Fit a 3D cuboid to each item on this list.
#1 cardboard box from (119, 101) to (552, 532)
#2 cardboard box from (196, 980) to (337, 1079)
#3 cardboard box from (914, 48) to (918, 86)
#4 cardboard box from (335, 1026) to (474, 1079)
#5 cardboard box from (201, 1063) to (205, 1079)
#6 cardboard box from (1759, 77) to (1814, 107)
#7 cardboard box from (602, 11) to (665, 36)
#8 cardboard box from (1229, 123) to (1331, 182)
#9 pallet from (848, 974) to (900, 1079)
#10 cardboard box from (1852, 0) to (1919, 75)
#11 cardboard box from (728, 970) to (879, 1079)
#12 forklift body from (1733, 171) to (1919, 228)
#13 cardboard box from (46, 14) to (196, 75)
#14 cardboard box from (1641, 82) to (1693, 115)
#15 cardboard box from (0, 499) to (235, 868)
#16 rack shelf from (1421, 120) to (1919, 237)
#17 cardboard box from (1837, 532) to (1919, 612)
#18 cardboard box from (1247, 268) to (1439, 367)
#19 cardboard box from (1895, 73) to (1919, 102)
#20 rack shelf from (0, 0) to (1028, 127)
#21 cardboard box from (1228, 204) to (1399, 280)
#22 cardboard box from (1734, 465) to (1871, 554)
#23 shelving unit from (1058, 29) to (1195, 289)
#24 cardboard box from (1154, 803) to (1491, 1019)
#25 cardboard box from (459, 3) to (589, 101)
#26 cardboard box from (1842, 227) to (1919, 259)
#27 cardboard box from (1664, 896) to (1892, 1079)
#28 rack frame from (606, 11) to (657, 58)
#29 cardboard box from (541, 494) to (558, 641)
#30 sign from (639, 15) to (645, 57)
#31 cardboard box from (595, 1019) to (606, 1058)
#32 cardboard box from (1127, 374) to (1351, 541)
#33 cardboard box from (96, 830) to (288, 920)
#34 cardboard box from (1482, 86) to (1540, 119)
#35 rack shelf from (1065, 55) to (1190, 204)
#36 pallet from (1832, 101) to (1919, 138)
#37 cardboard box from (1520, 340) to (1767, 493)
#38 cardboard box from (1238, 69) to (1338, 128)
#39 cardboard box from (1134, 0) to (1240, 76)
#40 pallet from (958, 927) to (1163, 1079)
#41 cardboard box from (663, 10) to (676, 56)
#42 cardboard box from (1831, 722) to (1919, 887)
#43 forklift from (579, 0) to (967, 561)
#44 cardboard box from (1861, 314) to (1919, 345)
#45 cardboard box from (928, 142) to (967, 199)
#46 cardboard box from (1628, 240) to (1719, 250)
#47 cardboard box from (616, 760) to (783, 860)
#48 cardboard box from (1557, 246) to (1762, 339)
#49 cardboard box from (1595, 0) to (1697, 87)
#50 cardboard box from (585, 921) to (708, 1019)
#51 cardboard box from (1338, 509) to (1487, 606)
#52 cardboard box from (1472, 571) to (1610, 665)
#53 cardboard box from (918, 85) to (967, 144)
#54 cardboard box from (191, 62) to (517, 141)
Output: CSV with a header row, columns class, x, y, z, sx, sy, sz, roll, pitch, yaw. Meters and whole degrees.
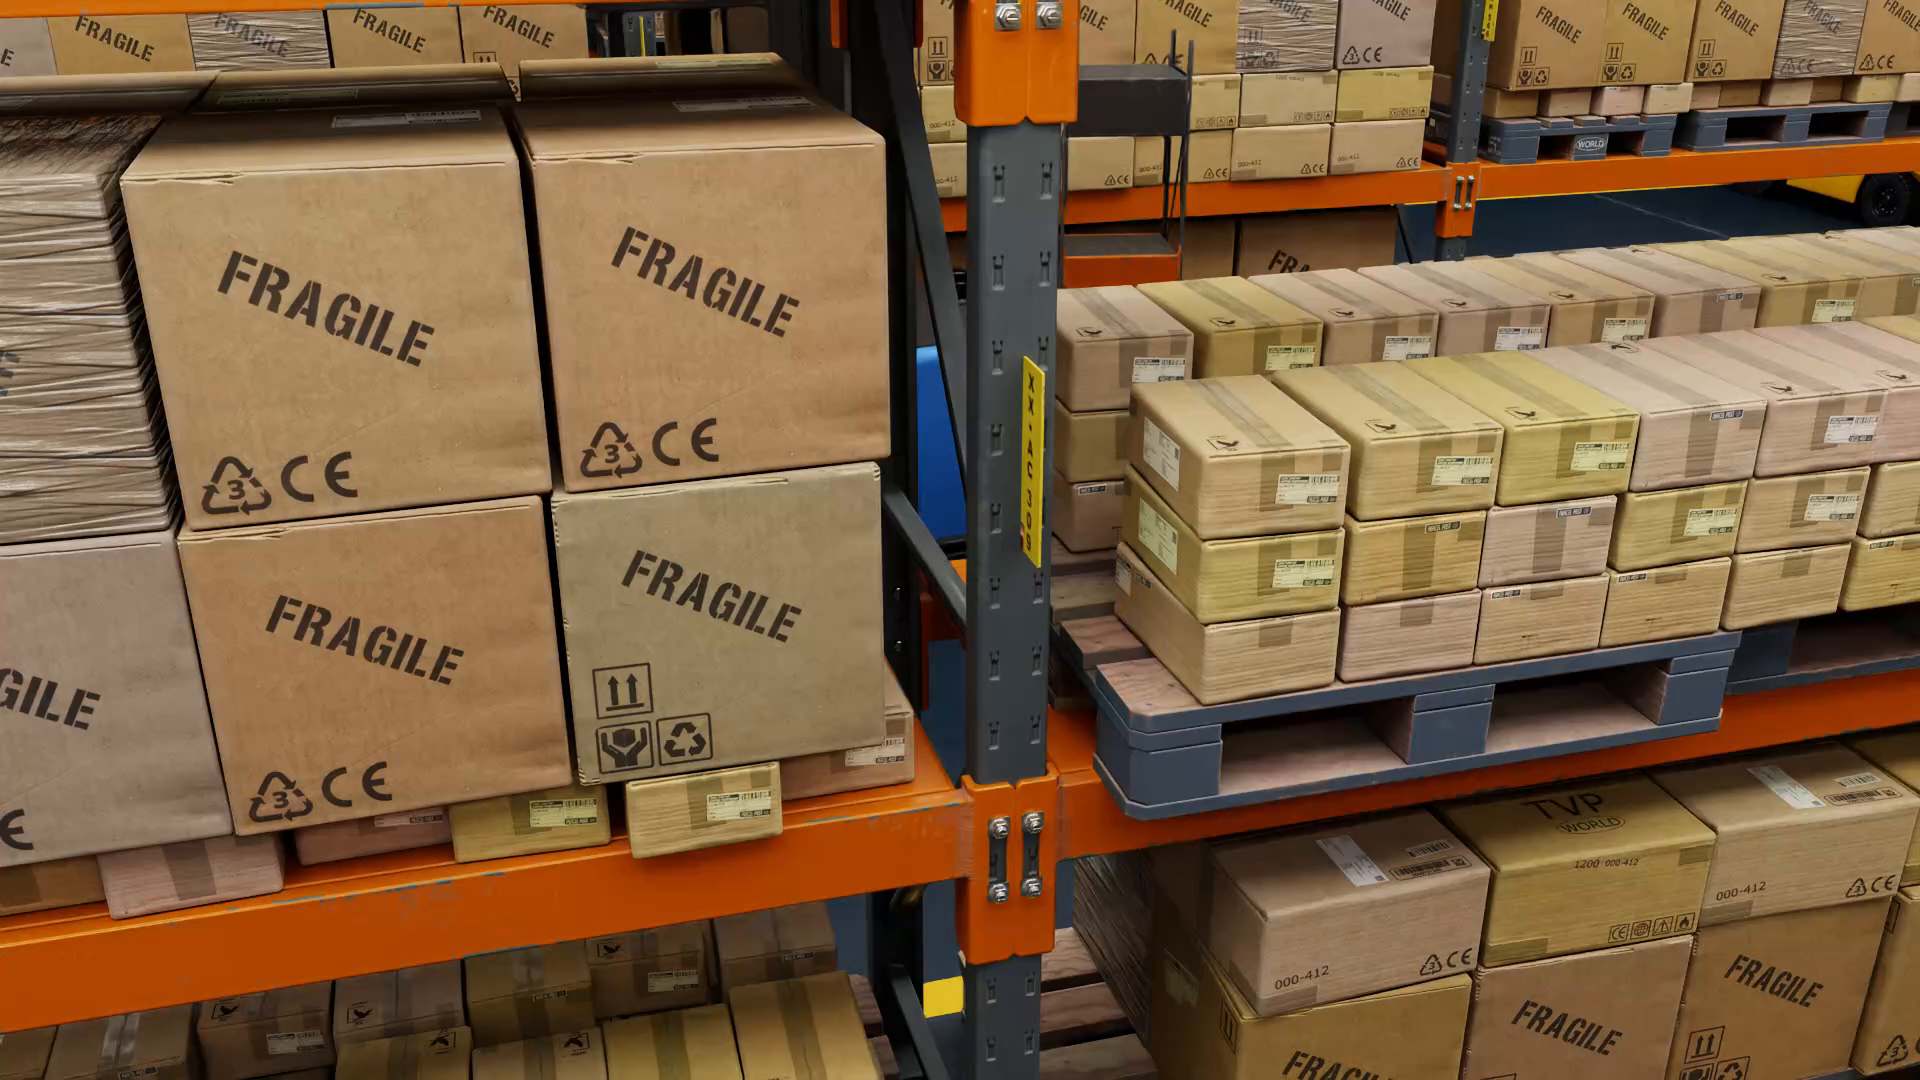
class,x,y,z,sx,sy,sz,roll,pitch,yaw
cardboard box,-0.917,-0.362,2.517,0.500,0.500,0.500,-7,24,-16
cardboard box,-1.452,0.957,3.543,0.250,0.149,0.380,-6,24,-13
cardboard box,-0.492,-2.306,7.425,0.500,0.500,0.500,-6,24,-15
cardboard box,-1.057,1.120,3.163,0.250,0.149,0.380,-6,24,-13
cardboard box,-1.712,1.119,3.543,0.250,0.149,0.380,-6,24,-15
cardboard box,4.308,-2.419,8.871,0.250,0.149,0.380,-6,24,-13
cardboard box,-2.293,-3.888,11.847,0.500,0.500,0.700,-6,24,-13
cardboard box,1.472,-1.942,8.163,0.500,0.250,0.500,-6,24,-13
pallet,-0.678,1.437,3.634,1.213,0.211,1.003,-6,24,-14
cardboard box,4.869,-2.784,8.897,0.500,0.500,0.500,-5,24,-13
cardboard box,-0.313,1.051,3.325,0.250,0.149,0.380,-6,24,-13
forklift body,7.401,-3.676,13.089,1.214,2.155,2.313,-6,24,-14
cardboard box,-3.318,-1.989,6.688,0.500,0.500,0.500,-6,24,-14
cardboard box,3.567,-2.316,8.630,0.250,0.149,0.380,-6,24,-14
cardboard box,-1.410,0.154,2.583,0.500,0.500,0.500,-6,24,-15
rack shelf,4.302,-2.107,9.268,4.000,0.370,1.077,-6,24,-14
cardboard box,1.719,-0.016,3.268,0.250,0.149,0.380,-7,24,-15
cardboard box,0.801,-0.453,3.533,0.250,0.149,0.380,-7,24,-16
cardboard box,5.065,-2.477,9.005,0.250,0.149,0.380,-6,24,-14
rack shelf,-1.966,-0.764,2.336,4.000,0.370,1.077,-6,24,-14
cardboard box,1.689,-1.399,8.868,0.875,0.875,0.875,-7,24,-15
cardboard box,1.469,-0.125,3.145,0.250,0.149,0.380,-5,24,-12
shelving unit,0.643,-1.035,6.999,0.503,2.100,0.431,-2,23,-4
cardboard box,0.742,0.703,3.494,0.500,0.250,0.500,-7,24,-17
cardboard box,-1.855,-2.148,7.058,0.500,0.500,0.500,-7,24,-15
cardboard box,2.303,-0.619,3.921,0.250,0.149,0.380,-5,24,-12
cardboard box,1.752,0.930,3.915,0.500,0.500,0.500,-6,24,-13
rack frame,-1.475,-1.798,7.637,0.127,3.000,1.000,-6,24,-14
cardboard box,-1.060,-0.100,3.174,0.500,0.500,0.500,-6,24,-14
sign,-1.324,-2.022,6.960,0.005,0.325,0.100,-6,24,-14
cardboard box,-0.921,1.069,3.661,0.250,0.149,0.380,-6,24,-15
cardboard box,0.463,-0.148,2.822,0.250,0.149,0.380,-5,24,-12
cardboard box,-1.253,0.438,2.743,0.250,0.149,0.380,-7,24,-17
cardboard box,2.739,-2.266,8.512,0.250,0.149,0.380,-8,24,-17
rack shelf,0.641,-1.666,6.728,0.480,0.518,0.431,-2,23,-4
pallet,5.452,-2.536,9.599,1.213,0.211,1.003,-6,24,-14
cardboard box,1.218,-0.232,3.018,0.250,0.149,0.380,-7,24,-15
cardboard box,1.486,-2.181,8.085,0.500,0.250,0.500,-7,24,-16
cardboard box,0.977,-2.467,7.801,0.500,0.500,0.500,-6,24,-14
pallet,0.708,1.268,4.026,1.213,0.211,1.003,-6,24,-14
cardboard box,-1.113,-2.446,7.753,0.500,0.500,0.500,-6,24,-13
cardboard box,2.246,0.534,3.888,0.500,0.250,0.500,-6,24,-13
forklift,-1.033,-1.115,6.131,3.031,2.935,1.130,-10,25,-23
cardboard box,1.966,-0.316,3.214,0.250,0.149,0.380,-6,24,-13
cardboard box,0.015,-1.780,7.785,0.500,0.250,0.500,-7,24,-15
cardboard box,4.363,-1.426,9.570,0.625,0.372,0.950,-6,24,-13
cardboard box,-0.471,0.374,2.893,0.250,0.149,0.380,-7,24,-16
cardboard box,1.548,-0.536,3.726,0.250,0.149,0.380,-7,24,-17
cardboard box,3.372,-2.618,8.511,0.500,0.500,0.500,-5,24,-12
cardboard box,-0.710,0.879,3.726,0.250,0.149,0.380,-5,24,-12
cardboard box,0.712,-0.039,2.947,0.250,0.149,0.380,-7,24,-15
cardboard box,0.970,0.069,3.072,0.250,0.149,0.380,-6,24,-14
cardboard box,0.012,-2.009,7.683,0.500,0.250,0.500,-6,24,-14
cardboard box,-1.036,-0.555,2.968,0.500,0.500,0.500,-7,24,-16
